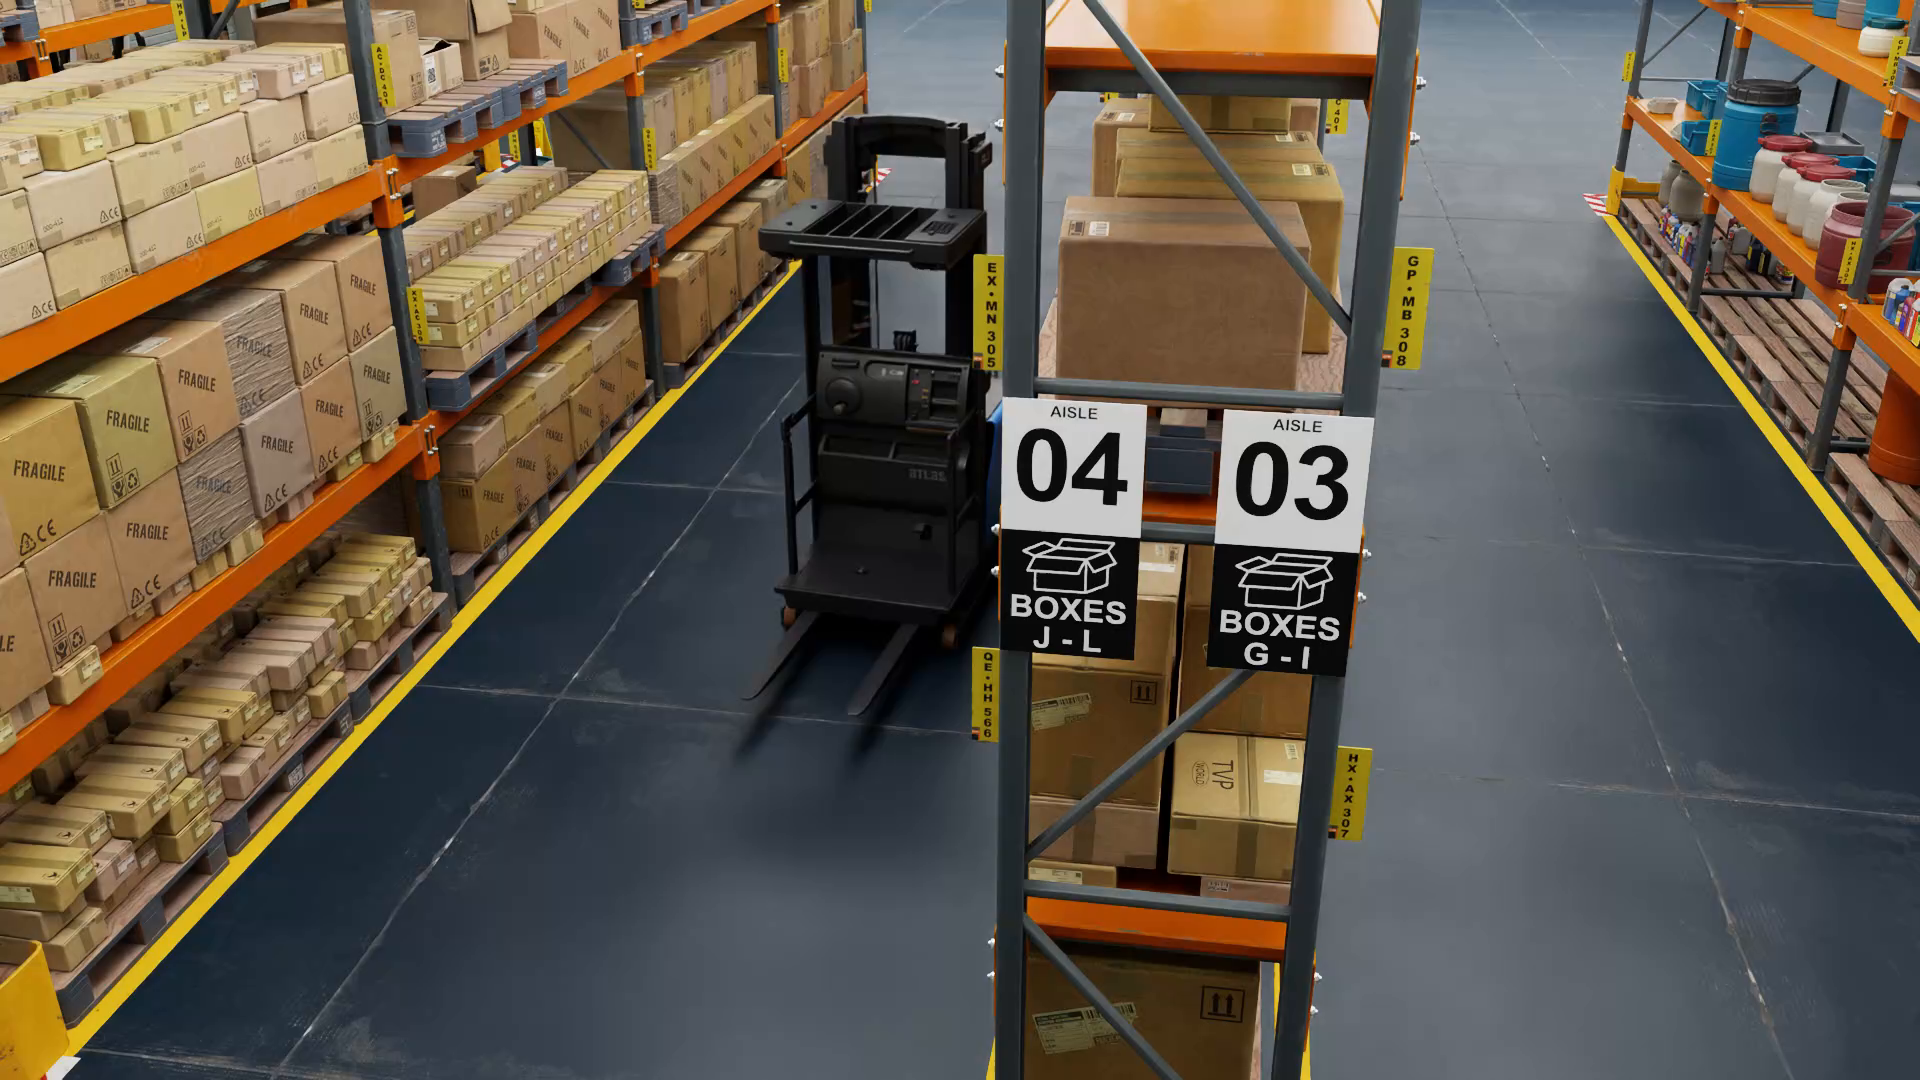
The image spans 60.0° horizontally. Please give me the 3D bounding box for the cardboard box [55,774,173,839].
[{"bbox_3d":[-3.743,1.178,7.362,0.380,0.149,0.250,4,25,8],"label":"cardboard box"}]

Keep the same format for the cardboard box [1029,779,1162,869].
[{"bbox_3d":[0.436,0.860,5.701,0.500,0.250,0.500,4,25,8],"label":"cardboard box"}]

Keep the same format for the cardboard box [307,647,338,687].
[{"bbox_3d":[-3.560,0.642,8.856,0.380,0.149,0.250,5,25,10],"label":"cardboard box"}]

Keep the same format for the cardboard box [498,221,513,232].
[{"bbox_3d":[-3.393,-2.172,11.802,0.380,0.149,0.250,4,25,9],"label":"cardboard box"}]

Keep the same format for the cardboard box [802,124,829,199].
[{"bbox_3d":[-1.981,-4.120,18.526,0.875,0.875,0.875,4,25,9],"label":"cardboard box"}]

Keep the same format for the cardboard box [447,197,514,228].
[{"bbox_3d":[-3.389,-2.311,11.749,0.380,0.149,0.250,5,26,11],"label":"cardboard box"}]

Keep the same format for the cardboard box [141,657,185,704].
[{"bbox_3d":[-4.145,0.702,8.378,0.380,0.149,0.250,4,25,9],"label":"cardboard box"}]

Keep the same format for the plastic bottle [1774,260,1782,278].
[{"bbox_3d":[7.984,-2.648,16.150,0.097,0.201,0.097,0,25,0],"label":"plastic bottle"}]

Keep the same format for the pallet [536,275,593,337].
[{"bbox_3d":[-3.233,-1.667,11.498,1.003,0.211,1.213,4,25,9],"label":"pallet"}]

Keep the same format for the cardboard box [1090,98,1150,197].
[{"bbox_3d":[0.886,-1.400,6.433,0.700,0.500,0.500,5,26,11],"label":"cardboard box"}]

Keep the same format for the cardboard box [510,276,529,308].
[{"bbox_3d":[-2.962,-1.581,10.538,0.380,0.149,0.250,3,25,6],"label":"cardboard box"}]

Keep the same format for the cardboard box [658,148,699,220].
[{"bbox_3d":[-2.530,-3.011,14.027,0.500,0.500,0.500,4,25,8],"label":"cardboard box"}]

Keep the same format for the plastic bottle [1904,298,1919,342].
[{"bbox_3d":[6.348,-1.447,10.949,0.152,0.276,0.135,4,25,9],"label":"plastic bottle"}]

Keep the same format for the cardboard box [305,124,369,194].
[{"bbox_3d":[-3.418,-1.978,8.576,0.500,0.250,0.500,5,25,10],"label":"cardboard box"}]

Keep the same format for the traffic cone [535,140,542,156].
[{"bbox_3d":[-5.341,-4.813,20.986,0.336,0.463,0.334,4,25,9],"label":"traffic cone"}]

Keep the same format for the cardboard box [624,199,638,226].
[{"bbox_3d":[-2.624,-2.445,12.386,0.380,0.149,0.250,5,26,10],"label":"cardboard box"}]

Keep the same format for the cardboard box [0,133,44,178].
[{"bbox_3d":[-3.826,-1.486,6.465,0.380,0.149,0.250,5,25,10],"label":"cardboard box"}]

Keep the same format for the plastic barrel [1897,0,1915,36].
[{"bbox_3d":[7.268,-4.010,12.234,0.600,0.830,0.708,4,25,9],"label":"plastic barrel"}]

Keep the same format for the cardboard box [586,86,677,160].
[{"bbox_3d":[-2.786,-3.481,13.851,0.700,0.500,0.500,4,25,8],"label":"cardboard box"}]

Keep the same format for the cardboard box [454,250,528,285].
[{"bbox_3d":[-2.959,-1.718,10.482,0.380,0.149,0.250,4,25,8],"label":"cardboard box"}]

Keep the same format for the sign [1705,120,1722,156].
[{"bbox_3d":[6.926,-3.696,15.282,0.100,0.325,0.005,4,25,9],"label":"sign"}]

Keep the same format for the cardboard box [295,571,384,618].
[{"bbox_3d":[-3.442,0.301,9.234,0.380,0.149,0.250,4,25,8],"label":"cardboard box"}]

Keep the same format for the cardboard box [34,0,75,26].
[{"bbox_3d":[-7.589,-4.409,13.752,0.396,0.266,0.258,4,25,9],"label":"cardboard box"}]

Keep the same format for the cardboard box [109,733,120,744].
[{"bbox_3d":[-4.238,0.947,8.206,0.380,0.149,0.250,5,26,11],"label":"cardboard box"}]

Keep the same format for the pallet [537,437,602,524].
[{"bbox_3d":[-3.281,-0.486,12.039,1.003,0.211,1.213,4,25,9],"label":"pallet"}]

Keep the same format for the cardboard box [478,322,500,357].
[{"bbox_3d":[-3.046,-1.237,10.155,0.380,0.149,0.250,4,25,9],"label":"cardboard box"}]

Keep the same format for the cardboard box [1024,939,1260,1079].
[{"bbox_3d":[0.645,1.647,6.205,0.875,0.875,0.875,4,25,9],"label":"cardboard box"}]

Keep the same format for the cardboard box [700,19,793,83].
[{"bbox_3d":[-2.202,-4.966,16.870,0.875,0.550,0.550,4,25,9],"label":"cardboard box"}]

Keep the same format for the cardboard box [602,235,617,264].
[{"bbox_3d":[-2.706,-2.107,12.014,0.380,0.149,0.250,4,25,8],"label":"cardboard box"}]

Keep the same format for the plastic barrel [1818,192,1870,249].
[{"bbox_3d":[6.770,-2.351,12.602,0.421,0.512,0.421,0,25,0],"label":"plastic barrel"}]

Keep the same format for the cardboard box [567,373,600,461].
[{"bbox_3d":[-2.959,-0.910,12.108,0.500,0.500,0.500,3,25,6],"label":"cardboard box"}]

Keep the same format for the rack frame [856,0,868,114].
[{"bbox_3d":[-1.643,-5.930,20.381,1.000,3.000,0.127,4,25,9],"label":"rack frame"}]

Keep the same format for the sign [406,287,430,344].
[{"bbox_3d":[-3.067,-1.269,9.401,0.100,0.325,0.005,4,25,9],"label":"sign"}]

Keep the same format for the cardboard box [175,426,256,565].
[{"bbox_3d":[-3.680,-0.230,7.734,0.500,0.500,0.500,3,25,7],"label":"cardboard box"}]

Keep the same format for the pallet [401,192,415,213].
[{"bbox_3d":[-6.925,-4.090,19.739,1.003,0.211,1.213,4,25,9],"label":"pallet"}]

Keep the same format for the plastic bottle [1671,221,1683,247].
[{"bbox_3d":[7.411,-3.158,17.158,0.097,0.271,0.097,0,25,0],"label":"plastic bottle"}]

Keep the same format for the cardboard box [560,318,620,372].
[{"bbox_3d":[-2.875,-1.466,12.412,0.500,0.250,0.500,4,25,9],"label":"cardboard box"}]

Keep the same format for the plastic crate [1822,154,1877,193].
[{"bbox_3d":[7.593,-3.038,14.221,0.392,0.384,0.575,4,25,9],"label":"plastic crate"}]

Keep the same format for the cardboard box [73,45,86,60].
[{"bbox_3d":[-11.356,-6.178,20.792,0.500,0.500,0.500,5,26,10],"label":"cardboard box"}]

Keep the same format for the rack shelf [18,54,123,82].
[{"bbox_3d":[-11.767,-5.411,20.120,1.077,0.370,4.000,4,25,9],"label":"rack shelf"}]

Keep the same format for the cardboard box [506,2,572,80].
[{"bbox_3d":[-2.948,-3.313,11.133,0.500,0.500,0.500,4,25,9],"label":"cardboard box"}]

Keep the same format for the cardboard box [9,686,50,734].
[{"bbox_3d":[-3.881,0.653,6.612,0.380,0.149,0.250,5,26,10],"label":"cardboard box"}]

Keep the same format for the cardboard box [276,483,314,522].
[{"bbox_3d":[-3.538,-0.217,8.472,0.380,0.149,0.250,3,25,6],"label":"cardboard box"}]

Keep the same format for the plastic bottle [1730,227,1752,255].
[{"bbox_3d":[7.958,-3.059,16.941,0.152,0.276,0.135,4,25,9],"label":"plastic bottle"}]

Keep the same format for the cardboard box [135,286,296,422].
[{"bbox_3d":[-3.591,-0.899,7.984,0.500,0.500,0.500,5,25,10],"label":"cardboard box"}]

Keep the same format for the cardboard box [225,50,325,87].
[{"bbox_3d":[-3.419,-2.348,8.306,0.380,0.149,0.250,5,25,10],"label":"cardboard box"}]

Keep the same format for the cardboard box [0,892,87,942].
[{"bbox_3d":[-3.919,1.527,6.967,0.380,0.149,0.250,5,26,11],"label":"cardboard box"}]

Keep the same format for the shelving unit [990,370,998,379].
[{"bbox_3d":[0.117,-0.716,11.365,0.258,1.200,0.189,7,26,14],"label":"shelving unit"}]

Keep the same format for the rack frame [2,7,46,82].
[{"bbox_3d":[-7.850,-2.885,13.875,1.000,3.000,0.127,4,25,9],"label":"rack frame"}]

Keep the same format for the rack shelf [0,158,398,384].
[{"bbox_3d":[-3.931,-1.107,7.388,1.077,0.370,4.000,4,25,9],"label":"rack shelf"}]

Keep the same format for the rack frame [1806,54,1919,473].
[{"bbox_3d":[6.813,-1.855,11.675,1.000,3.000,0.127,4,25,9],"label":"rack frame"}]

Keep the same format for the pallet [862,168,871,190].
[{"bbox_3d":[-1.696,-4.327,20.246,1.003,0.211,1.213,4,25,9],"label":"pallet"}]

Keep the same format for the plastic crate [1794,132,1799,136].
[{"bbox_3d":[7.967,-3.980,16.465,0.450,0.188,0.662,4,25,9],"label":"plastic crate"}]

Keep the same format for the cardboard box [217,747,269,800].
[{"bbox_3d":[-3.636,1.136,8.153,0.380,0.149,0.250,3,25,6],"label":"cardboard box"}]

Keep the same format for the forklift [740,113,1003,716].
[{"bbox_3d":[-0.453,-0.857,9.624,1.130,2.935,3.031,7,26,14],"label":"forklift"}]

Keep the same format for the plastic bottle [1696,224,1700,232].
[{"bbox_3d":[7.507,-3.062,16.939,0.061,0.283,0.133,4,25,9],"label":"plastic bottle"}]

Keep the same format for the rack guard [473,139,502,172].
[{"bbox_3d":[-6.555,-5.067,21.485,1.175,0.500,0.348,4,25,9],"label":"rack guard"}]

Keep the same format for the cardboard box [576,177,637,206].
[{"bbox_3d":[-2.621,-2.588,12.341,0.380,0.149,0.250,4,25,8],"label":"cardboard box"}]

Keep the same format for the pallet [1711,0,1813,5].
[{"bbox_3d":[7.488,-5.110,15.312,1.213,0.211,1.003,4,25,9],"label":"pallet"}]
